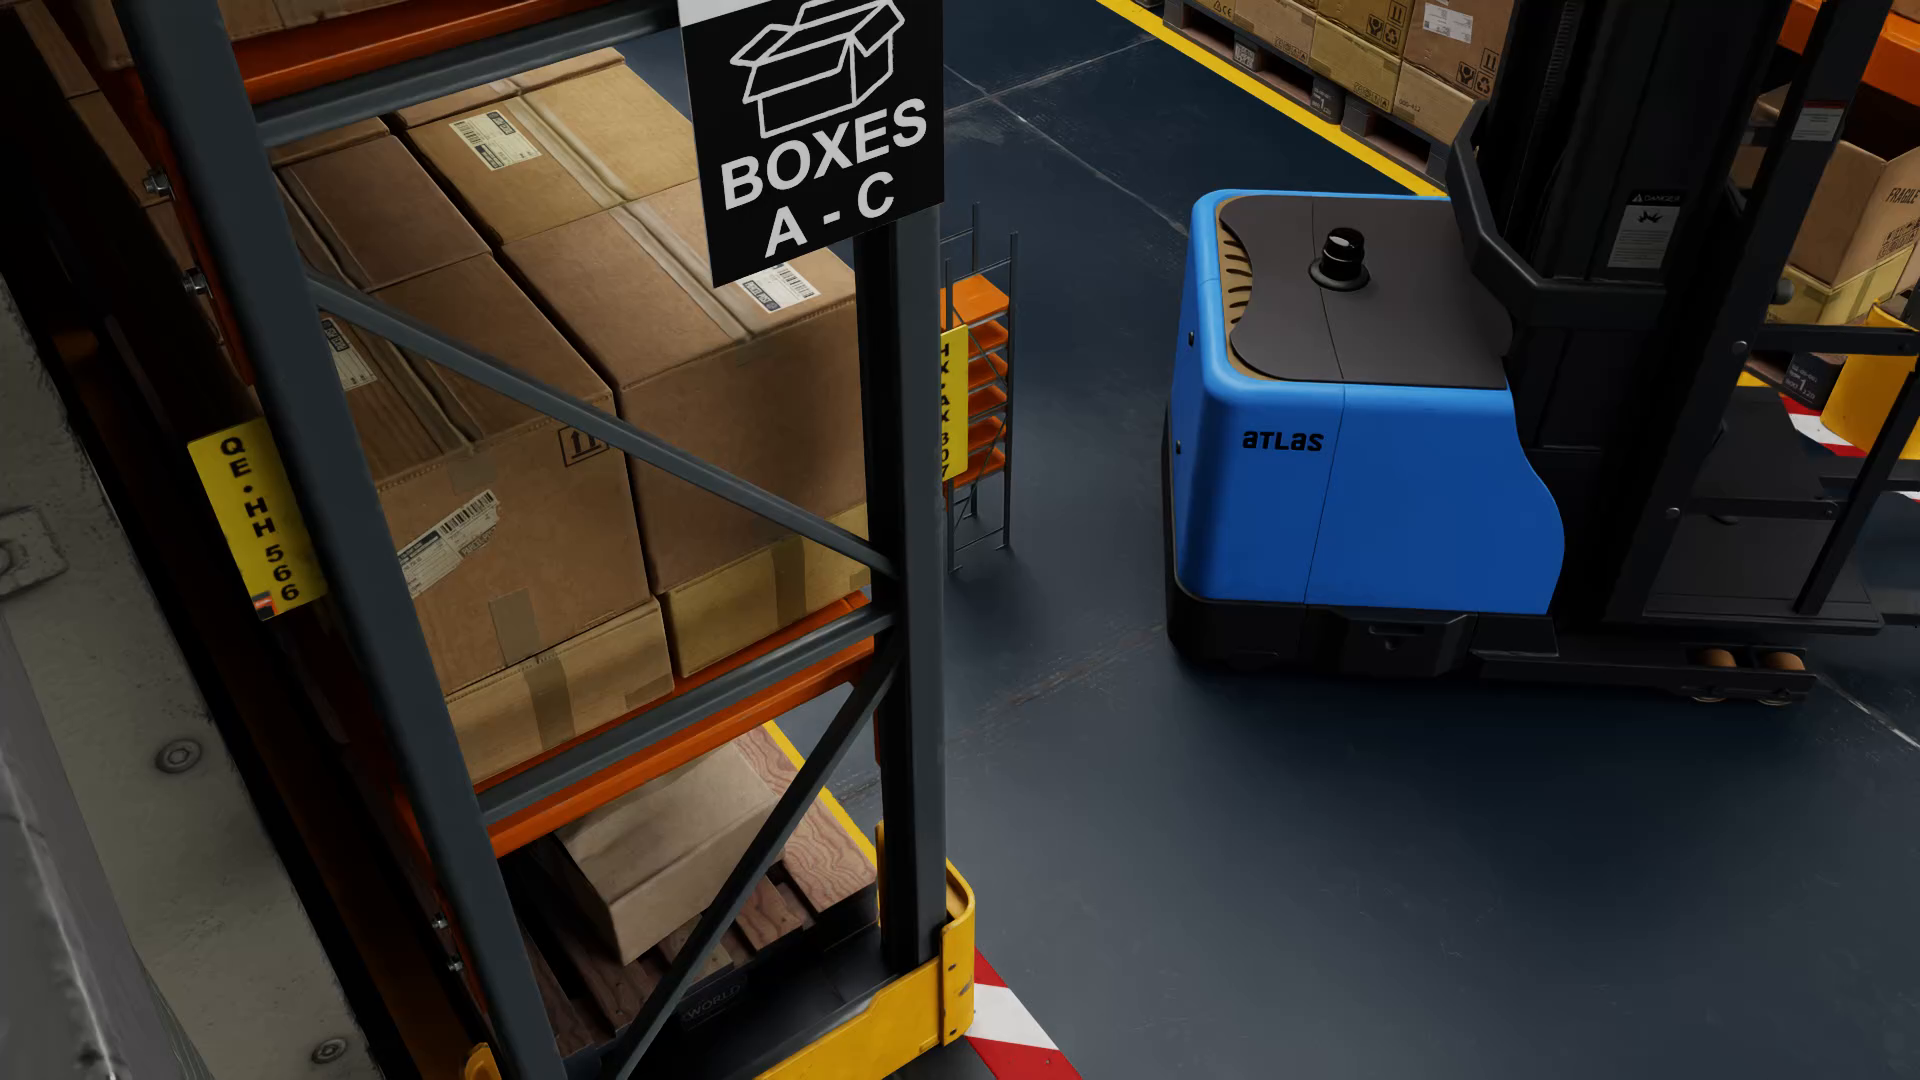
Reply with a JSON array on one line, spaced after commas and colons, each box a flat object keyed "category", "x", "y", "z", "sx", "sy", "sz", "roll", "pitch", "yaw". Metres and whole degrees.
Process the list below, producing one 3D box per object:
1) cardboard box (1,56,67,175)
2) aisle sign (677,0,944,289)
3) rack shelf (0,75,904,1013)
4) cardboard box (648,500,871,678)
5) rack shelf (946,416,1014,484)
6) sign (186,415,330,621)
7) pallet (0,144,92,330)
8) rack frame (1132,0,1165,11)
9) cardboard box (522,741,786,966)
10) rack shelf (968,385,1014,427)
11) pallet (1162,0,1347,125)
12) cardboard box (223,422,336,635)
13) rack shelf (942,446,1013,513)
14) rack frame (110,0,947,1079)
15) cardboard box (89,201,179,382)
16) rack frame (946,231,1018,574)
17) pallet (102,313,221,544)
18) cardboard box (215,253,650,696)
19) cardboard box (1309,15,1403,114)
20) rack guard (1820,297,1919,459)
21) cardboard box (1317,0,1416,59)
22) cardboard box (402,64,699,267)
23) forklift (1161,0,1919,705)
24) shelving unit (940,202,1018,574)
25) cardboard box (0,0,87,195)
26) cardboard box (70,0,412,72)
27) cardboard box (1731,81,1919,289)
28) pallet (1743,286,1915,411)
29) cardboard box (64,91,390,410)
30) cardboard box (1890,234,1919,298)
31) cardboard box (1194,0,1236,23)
[{"category": "cardboard box", "x": -2.366, "y": -1.284, "z": 4.722, "sx": 0.500, "sy": 0.250, "sz": 0.500, "roll": -27, "pitch": 50, "yaw": -26}, {"category": "aisle sign", "x": -0.186, "y": -0.717, "z": 2.151, "sx": 0.394, "sy": 0.787, "sz": 0.004, "roll": -26, "pitch": 49, "yaw": -24}, {"category": "rack shelf", "x": -1.618, "y": -0.571, "z": 4.402, "sx": 1.077, "sy": 0.370, "sz": 4.000, "roll": -26, "pitch": 49, "yaw": -24}, {"category": "cardboard box", "x": -0.492, "y": -0.054, "z": 3.433, "sx": 0.500, "sy": 0.250, "sz": 0.500, "roll": -27, "pitch": 50, "yaw": -26}, {"category": "rack shelf", "x": 0.008, "y": -0.307, "z": 5.145, "sx": 0.258, "sy": 0.103, "sz": 0.180, "roll": -26, "pitch": 49, "yaw": -24}, {"category": "sign", "x": -0.940, "y": -0.024, "z": 2.240, "sx": 0.100, "sy": 0.325, "sz": 0.005, "roll": -26, "pitch": 49, "yaw": -24}, {"category": "pallet", "x": -3.208, "y": -1.396, "z": 6.764, "sx": 1.003, "sy": 0.211, "sz": 1.213, "roll": -26, "pitch": 49, "yaw": -24}, {"category": "rack frame", "x": 1.299, "y": -3.923, "z": 7.392, "sx": 1.000, "sy": 3.000, "sz": 0.127, "roll": -26, "pitch": 49, "yaw": -24}, {"category": "cardboard box", "x": -0.795, "y": 0.687, "z": 4.191, "sx": 0.500, "sy": 0.311, "sz": 0.500, "roll": -31, "pitch": 52, "yaw": -29}, {"category": "rack shelf", "x": 0.008, "y": -0.394, "z": 5.063, "sx": 0.258, "sy": 0.103, "sz": 0.180, "roll": -26, "pitch": 49, "yaw": -24}, {"category": "pallet", "x": 1.720, "y": -2.448, "z": 7.866, "sx": 1.003, "sy": 0.211, "sz": 1.213, "roll": -26, "pitch": 49, "yaw": -24}, {"category": "cardboard box", "x": -1.205, "y": -0.130, "z": 3.513, "sx": 0.500, "sy": 0.250, "sz": 0.500, "roll": -24, "pitch": 49, "yaw": -23}, {"category": "rack shelf", "x": 0.008, "y": -0.220, "z": 5.228, "sx": 0.258, "sy": 0.103, "sz": 0.180, "roll": -26, "pitch": 49, "yaw": -24}, {"category": "rack frame", "x": -0.473, "y": 0.301, "z": 2.967, "sx": 1.000, "sy": 3.000, "sz": 0.127, "roll": -26, "pitch": 49, "yaw": -24}, {"category": "cardboard box", "x": -1.788, "y": -0.698, "z": 4.108, "sx": 0.500, "sy": 0.250, "sz": 0.500, "roll": -25, "pitch": 49, "yaw": -24}, {"category": "rack frame", "x": 0.061, "y": -0.374, "z": 4.978, "sx": 0.240, "sy": 1.200, "sz": 0.006, "roll": -26, "pitch": 49, "yaw": -24}, {"category": "pallet", "x": -2.349, "y": -0.589, "z": 5.919, "sx": 1.003, "sy": 0.211, "sz": 1.213, "roll": -26, "pitch": 49, "yaw": -24}, {"category": "cardboard box", "x": -0.917, "y": -0.106, "z": 2.945, "sx": 0.500, "sy": 0.500, "sz": 0.500, "roll": -26, "pitch": 50, "yaw": -25}, {"category": "cardboard box", "x": 1.879, "y": -2.128, "z": 7.198, "sx": 0.500, "sy": 0.250, "sz": 0.500, "roll": -26, "pitch": 49, "yaw": -24}, {"category": "rack guard", "x": 3.601, "y": -0.740, "z": 5.868, "sx": 1.175, "sy": 0.500, "sz": 0.348, "roll": -26, "pitch": 49, "yaw": -24}, {"category": "cardboard box", "x": 1.880, "y": -2.399, "z": 6.940, "sx": 0.500, "sy": 0.500, "sz": 0.500, "roll": -26, "pitch": 49, "yaw": -24}, {"category": "cardboard box", "x": -0.775, "y": -0.596, "z": 3.458, "sx": 0.500, "sy": 0.500, "sz": 0.500, "roll": -26, "pitch": 49, "yaw": -24}, {"category": "forklift", "x": 2.170, "y": -0.951, "z": 4.328, "sx": 3.031, "sy": 2.935, "sz": 1.130, "roll": 3, "pitch": 44, "yaw": 3}, {"category": "shelving unit", "x": 0.008, "y": -0.426, "z": 5.032, "sx": 0.258, "sy": 1.200, "sz": 0.189, "roll": -26, "pitch": 49, "yaw": -24}, {"category": "cardboard box", "x": -2.091, "y": -1.261, "z": 4.154, "sx": 0.500, "sy": 0.500, "sz": 0.500, "roll": -24, "pitch": 49, "yaw": -23}, {"category": "cardboard box", "x": -0.920, "y": -0.963, "z": 2.032, "sx": 0.500, "sy": 0.500, "sz": 0.500, "roll": -22, "pitch": 48, "yaw": -22}, {"category": "cardboard box", "x": 3.037, "y": -1.272, "z": 5.759, "sx": 0.500, "sy": 0.500, "sz": 0.500, "roll": -26, "pitch": 49, "yaw": -24}, {"category": "pallet", "x": 3.116, "y": -1.066, "z": 6.418, "sx": 1.003, "sy": 0.211, "sz": 1.213, "roll": -26, "pitch": 49, "yaw": -24}, {"category": "cardboard box", "x": -1.497, "y": -0.686, "z": 3.552, "sx": 0.500, "sy": 0.500, "sz": 0.500, "roll": -27, "pitch": 50, "yaw": -25}, {"category": "cardboard box", "x": 3.463, "y": -1.207, "z": 6.234, "sx": 0.500, "sy": 0.250, "sz": 0.500, "roll": -26, "pitch": 49, "yaw": -24}, {"category": "cardboard box", "x": 1.316, "y": -2.698, "z": 7.796, "sx": 0.500, "sy": 0.250, "sz": 0.500, "roll": -26, "pitch": 49, "yaw": -24}]
